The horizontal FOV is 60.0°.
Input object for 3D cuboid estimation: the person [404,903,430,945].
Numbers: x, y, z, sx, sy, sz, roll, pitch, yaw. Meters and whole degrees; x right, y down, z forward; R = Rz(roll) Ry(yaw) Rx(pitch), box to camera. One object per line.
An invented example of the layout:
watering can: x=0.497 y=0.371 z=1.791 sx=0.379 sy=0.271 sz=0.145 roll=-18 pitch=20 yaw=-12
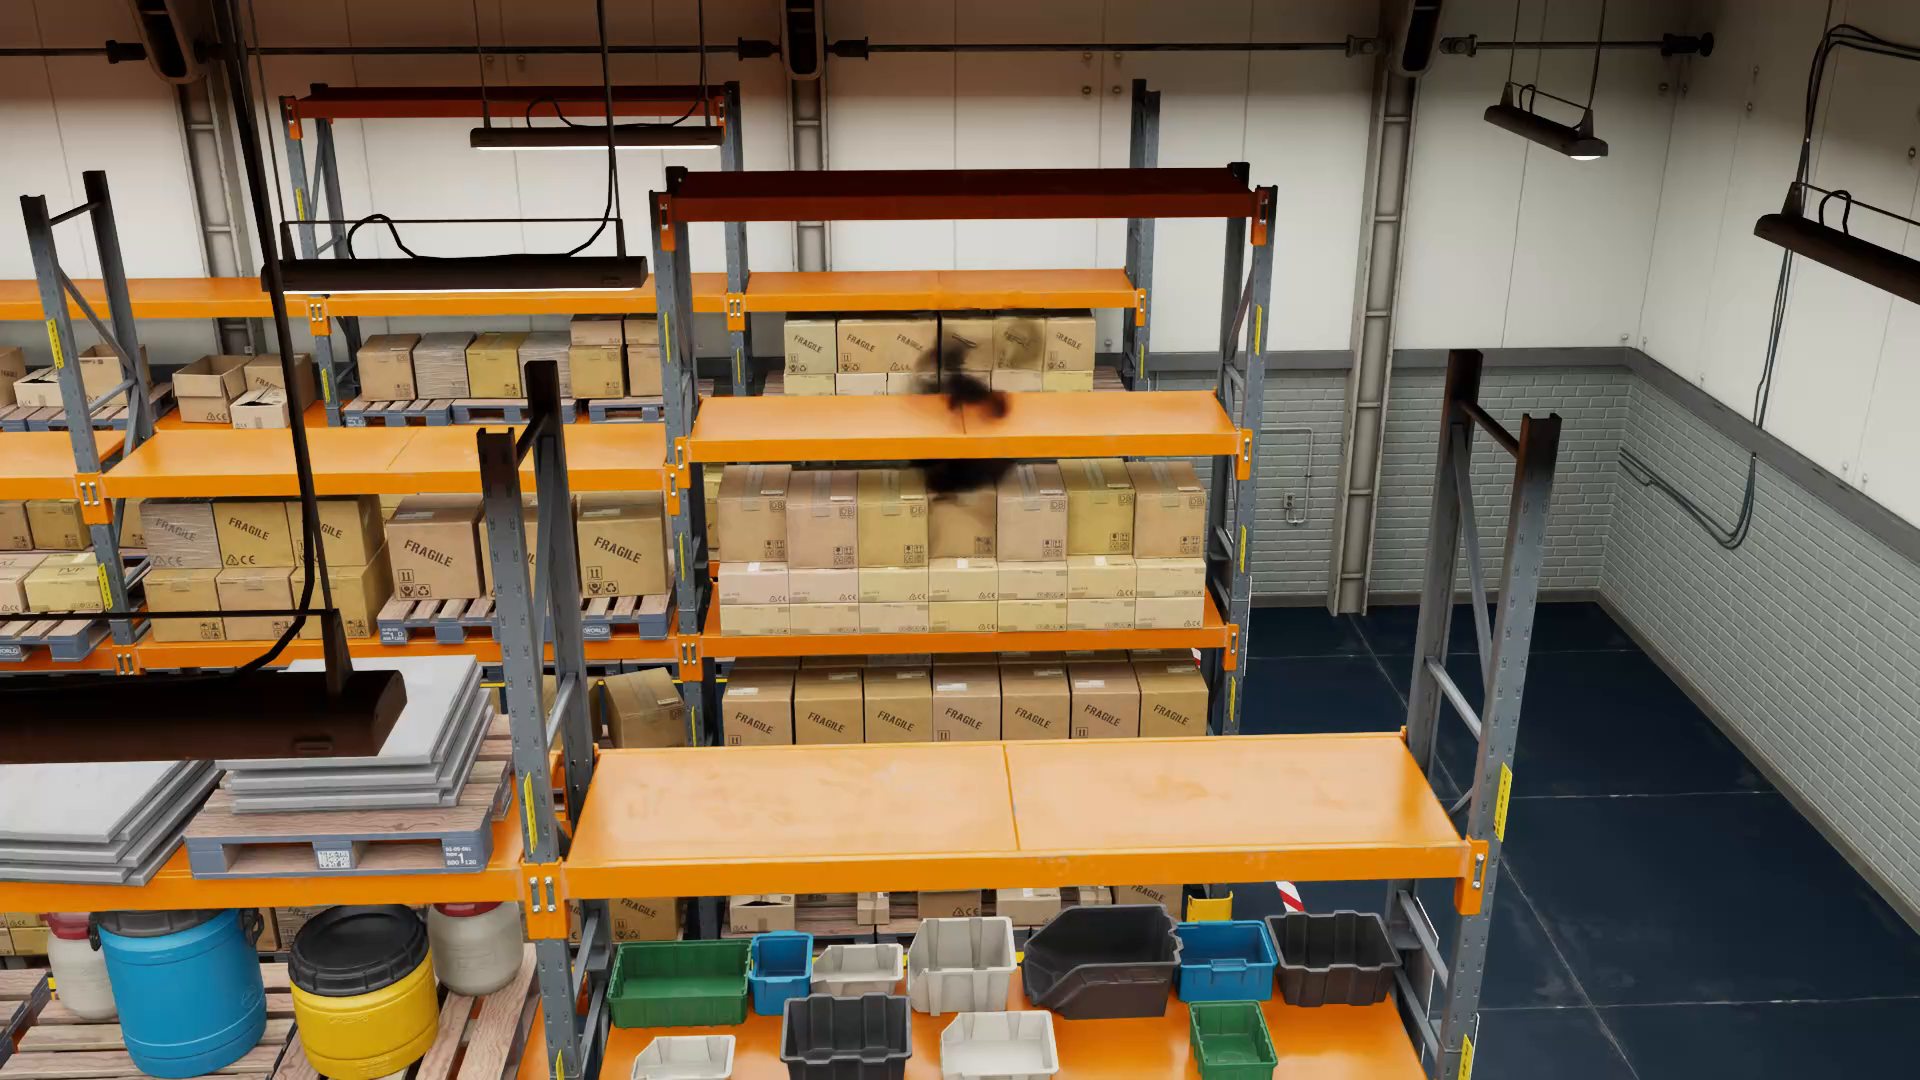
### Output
person: x=-3.580 y=3.101 z=11.254 sx=0.977 sy=1.717 sz=0.681 roll=-4 pitch=22 yaw=-9
